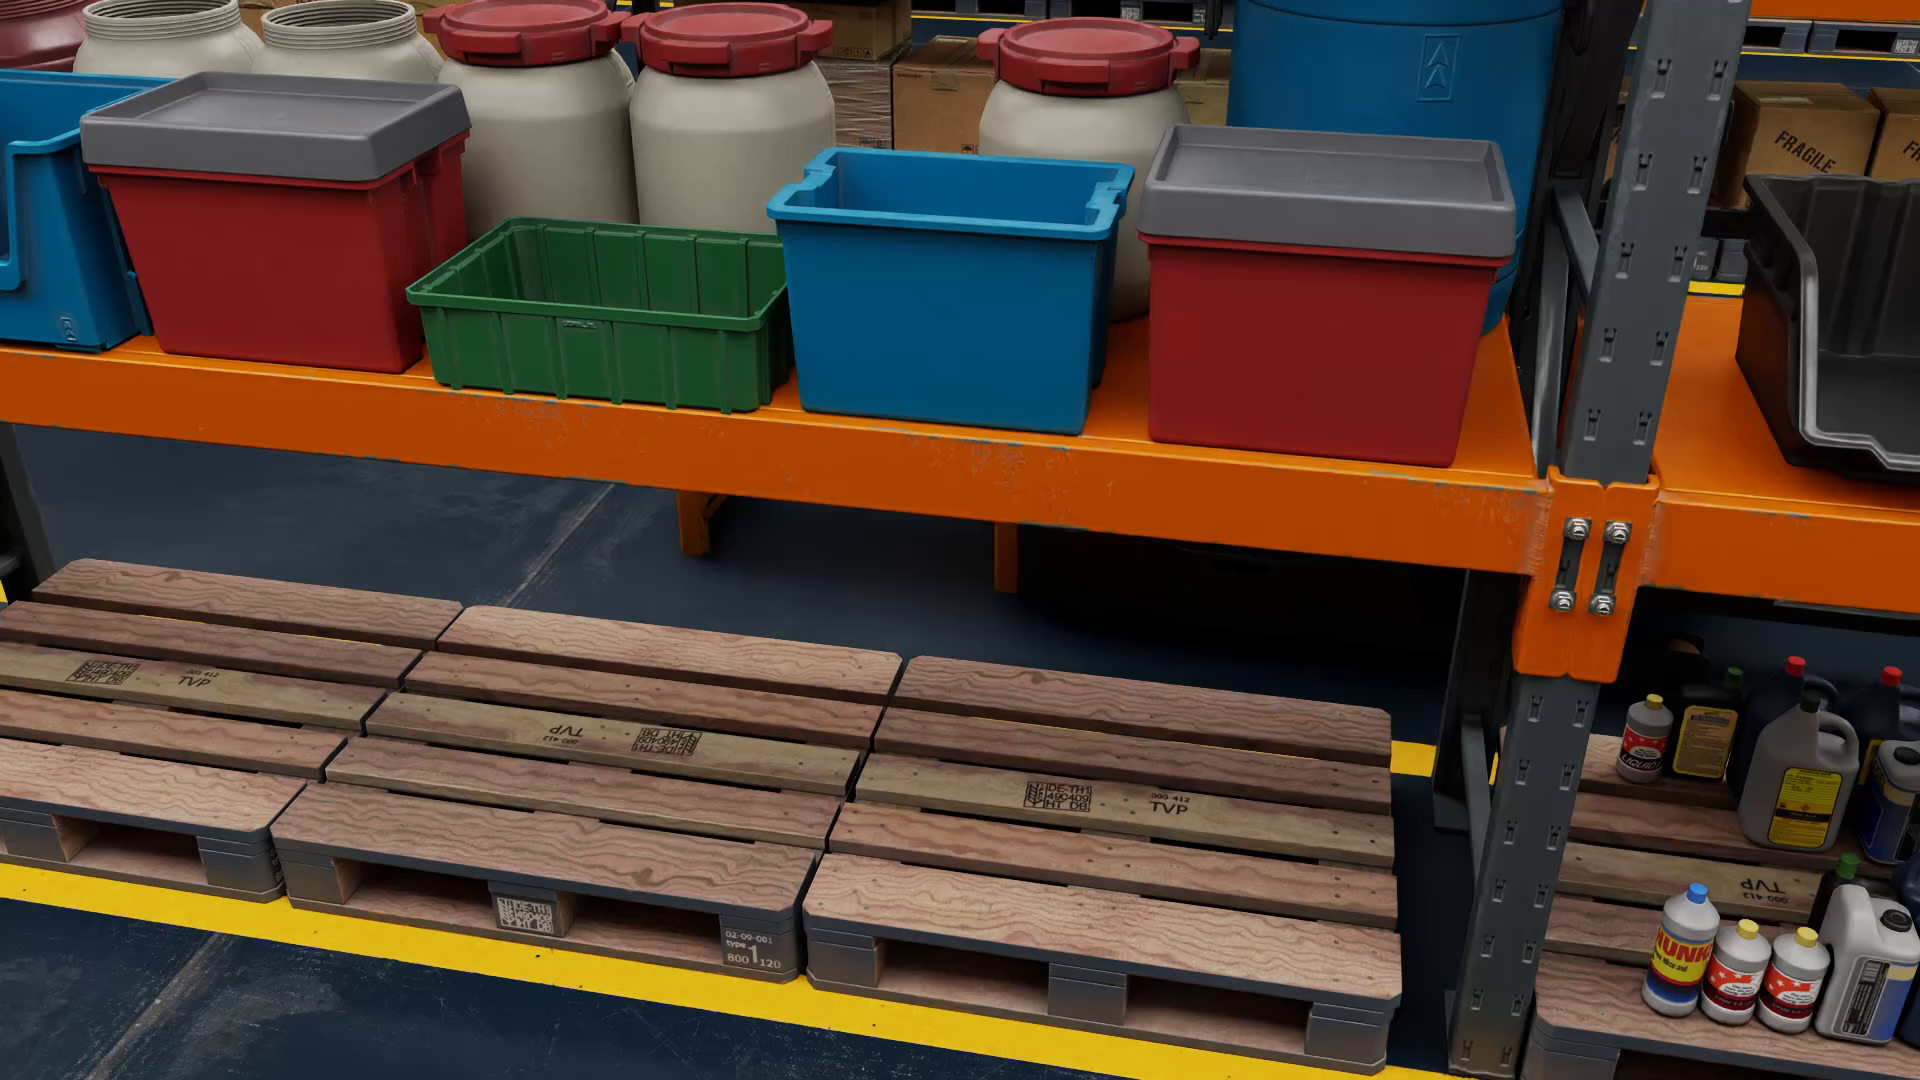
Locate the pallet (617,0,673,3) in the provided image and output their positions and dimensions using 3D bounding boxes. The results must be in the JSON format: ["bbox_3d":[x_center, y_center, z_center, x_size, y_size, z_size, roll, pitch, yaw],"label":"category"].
[{"bbox_3d":[-2.559,-4.508,13.264,1.213,0.211,1.003,6,29,11],"label":"pallet"}]

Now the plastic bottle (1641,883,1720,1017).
[{"bbox_3d":[1.358,0.759,3.122,0.097,0.271,0.097,0,29,0],"label":"plastic bottle"}]

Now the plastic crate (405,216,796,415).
[{"bbox_3d":[-0.624,-0.431,3.135,0.662,0.188,0.450,6,29,11],"label":"plastic crate"}]

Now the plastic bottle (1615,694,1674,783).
[{"bbox_3d":[1.558,0.442,3.774,0.097,0.201,0.097,0,29,0],"label":"plastic bottle"}]

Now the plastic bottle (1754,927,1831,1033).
[{"bbox_3d":[1.557,0.810,3.102,0.097,0.201,0.097,0,29,0],"label":"plastic bottle"}]

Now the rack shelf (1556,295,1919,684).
[{"bbox_3d":[3.094,0.034,2.814,4.000,0.370,1.077,6,29,11],"label":"rack shelf"}]

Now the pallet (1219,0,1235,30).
[{"bbox_3d":[2.536,-3.946,12.239,1.213,0.211,1.003,6,29,11],"label":"pallet"}]

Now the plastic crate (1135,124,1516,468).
[{"bbox_3d":[0.600,-0.415,2.818,0.583,0.464,0.402,6,29,11],"label":"plastic crate"}]

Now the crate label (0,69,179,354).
[{"bbox_3d":[-1.859,-0.672,3.317,0.616,0.435,0.502,6,29,11],"label":"crate label"}]

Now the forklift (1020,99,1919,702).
[{"bbox_3d":[1.748,-1.133,4.268,3.031,2.935,1.130,6,29,12],"label":"forklift"}]

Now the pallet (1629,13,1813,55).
[{"bbox_3d":[5.231,-3.670,11.734,1.213,0.211,1.003,6,29,11],"label":"pallet"}]

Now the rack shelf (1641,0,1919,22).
[{"bbox_3d":[4.128,-2.292,7.062,4.000,0.370,1.077,6,29,11],"label":"rack shelf"}]

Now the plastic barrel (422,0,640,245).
[{"bbox_3d":[-0.893,-0.858,3.552,0.433,0.535,0.433,0,29,0],"label":"plastic barrel"}]

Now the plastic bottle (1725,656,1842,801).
[{"bbox_3d":[1.828,0.416,3.667,0.185,0.351,0.144,5,29,9],"label":"plastic bottle"}]

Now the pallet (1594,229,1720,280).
[{"bbox_3d":[2.836,-1.534,7.833,1.213,0.211,1.003,6,29,11],"label":"pallet"}]

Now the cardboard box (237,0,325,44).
[{"bbox_3d":[-3.280,-2.634,8.712,0.875,0.875,1.225,6,29,11],"label":"cardboard box"}]

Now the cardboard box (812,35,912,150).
[{"bbox_3d":[-0.535,-2.199,8.287,0.500,0.500,0.700,3,29,6],"label":"cardboard box"}]

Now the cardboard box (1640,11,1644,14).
[{"bbox_3d":[4.789,-4.195,11.565,0.875,0.875,0.875,6,29,11],"label":"cardboard box"}]

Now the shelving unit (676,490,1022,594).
[{"bbox_3d":[-0.279,-0.691,4.951,1.083,1.500,0.587,6,29,12],"label":"shelving unit"}]

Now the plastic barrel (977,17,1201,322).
[{"bbox_3d":[0.248,-0.741,3.338,0.433,0.535,0.433,0,29,0],"label":"plastic barrel"}]

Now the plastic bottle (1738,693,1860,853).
[{"bbox_3d":[1.798,0.484,3.543,0.185,0.351,0.144,6,29,11],"label":"plastic bottle"}]

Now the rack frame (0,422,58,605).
[{"bbox_3d":[-2.774,-0.883,3.740,0.127,3.000,1.000,6,29,11],"label":"rack frame"}]

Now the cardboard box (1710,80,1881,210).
[{"bbox_3d":[3.740,-1.758,7.503,0.500,0.500,0.500,3,29,6],"label":"cardboard box"}]

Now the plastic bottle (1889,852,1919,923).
[{"bbox_3d":[1.871,0.695,3.158,0.185,0.351,0.144,6,29,11],"label":"plastic bottle"}]

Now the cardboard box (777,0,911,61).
[{"bbox_3d":[-0.557,-2.533,8.118,0.500,0.250,0.500,9,30,16],"label":"cardboard box"}]

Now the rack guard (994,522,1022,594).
[{"bbox_3d":[0.205,-0.089,5.151,0.087,0.250,0.587,6,29,12],"label":"rack guard"}]

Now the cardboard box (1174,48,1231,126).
[{"bbox_3d":[1.114,-2.033,7.985,0.500,0.500,0.700,6,29,10],"label":"cardboard box"}]

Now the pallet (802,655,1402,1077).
[{"bbox_3d":[0.362,0.680,3.787,1.213,0.211,1.003,6,29,11],"label":"pallet"}]

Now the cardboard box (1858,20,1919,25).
[{"bbox_3d":[6.542,-4.016,11.236,0.875,0.875,0.875,6,29,11],"label":"cardboard box"}]

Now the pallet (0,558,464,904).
[{"bbox_3d":[-2.025,0.436,4.234,1.213,0.211,1.003,6,29,11],"label":"pallet"}]

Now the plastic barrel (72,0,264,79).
[{"bbox_3d":[-1.723,-0.930,3.708,0.421,0.512,0.421,0,29,0],"label":"plastic barrel"}]

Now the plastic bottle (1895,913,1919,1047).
[{"bbox_3d":[1.841,0.763,3.034,0.185,0.351,0.144,7,29,12],"label":"plastic bottle"}]
